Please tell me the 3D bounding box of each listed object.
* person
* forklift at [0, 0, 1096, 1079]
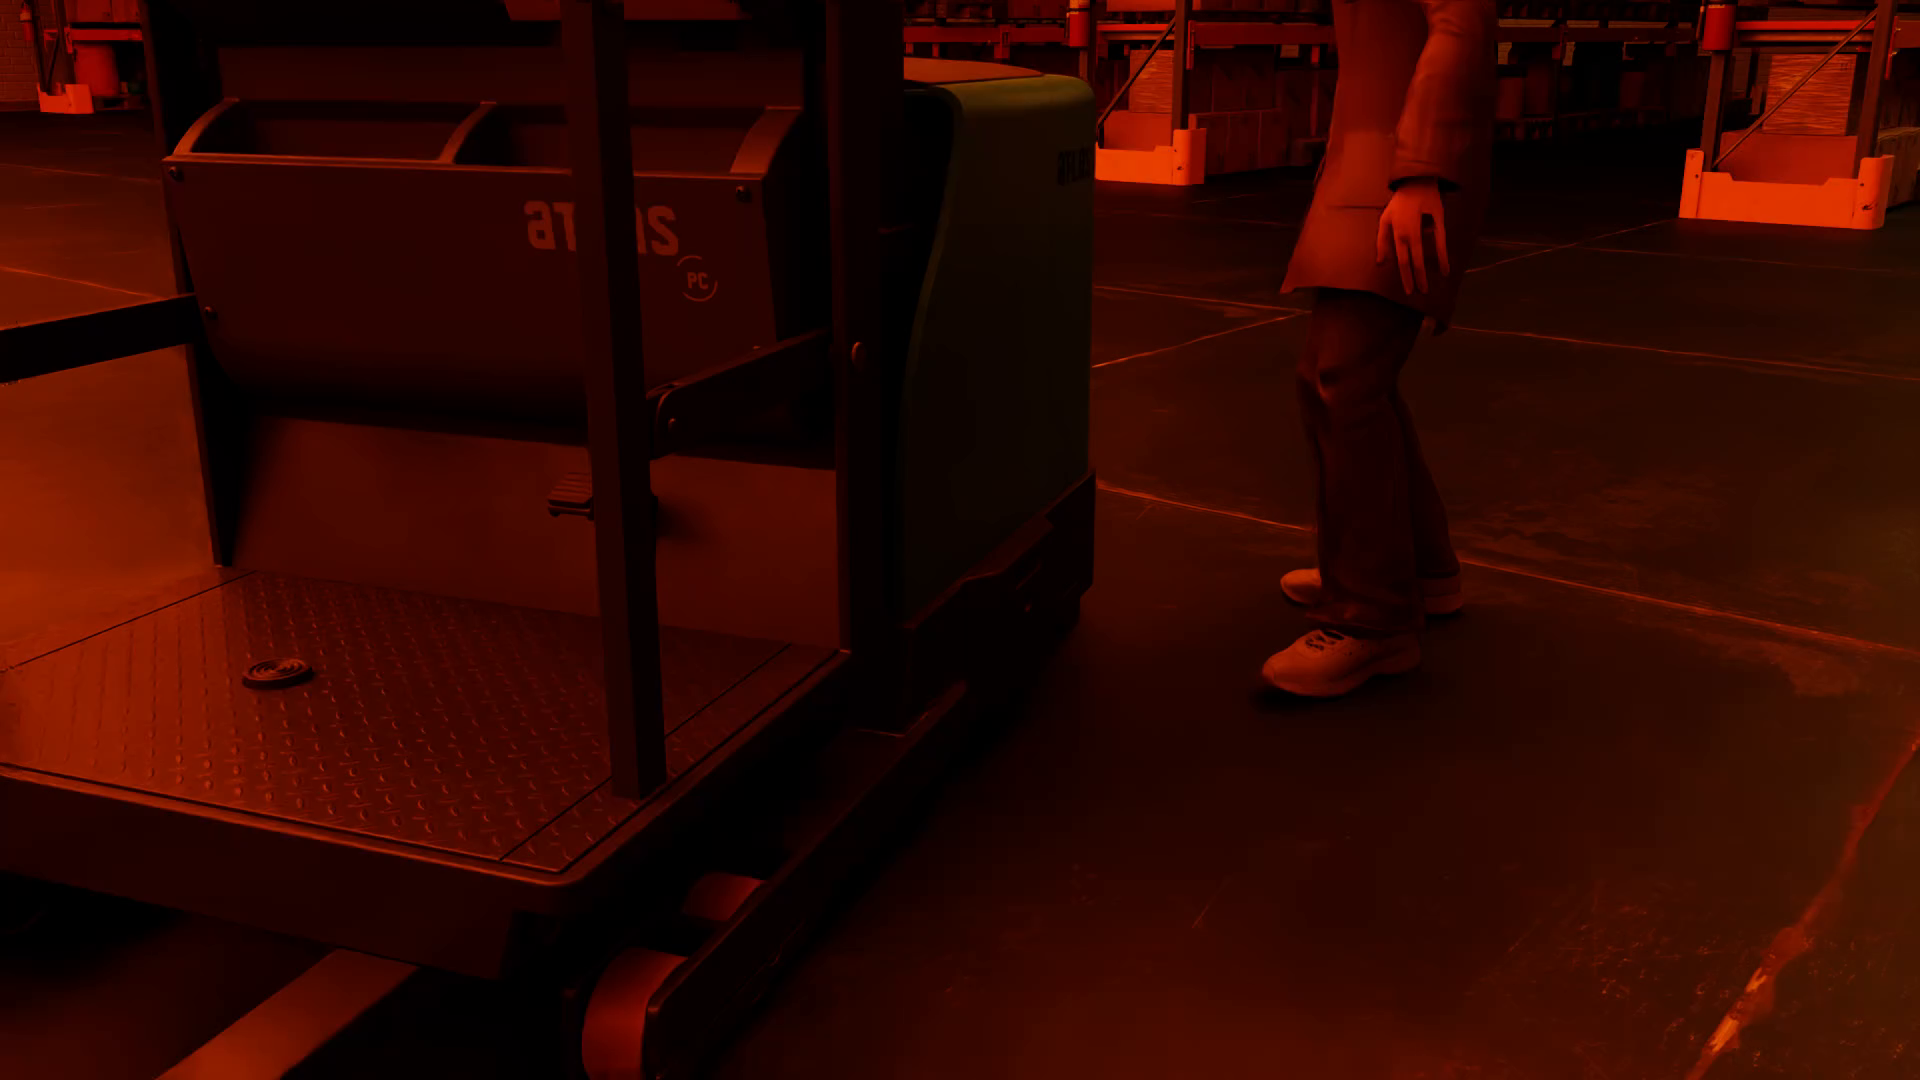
[{"bbox_3d":[0.813,-0.656,3.111,0.426,1.750,0.899,3,17,8],"label":"person"},{"bbox_3d":[-0.719,-0.909,1.892,1.130,2.935,3.031,6,18,20],"label":"forklift"}]
